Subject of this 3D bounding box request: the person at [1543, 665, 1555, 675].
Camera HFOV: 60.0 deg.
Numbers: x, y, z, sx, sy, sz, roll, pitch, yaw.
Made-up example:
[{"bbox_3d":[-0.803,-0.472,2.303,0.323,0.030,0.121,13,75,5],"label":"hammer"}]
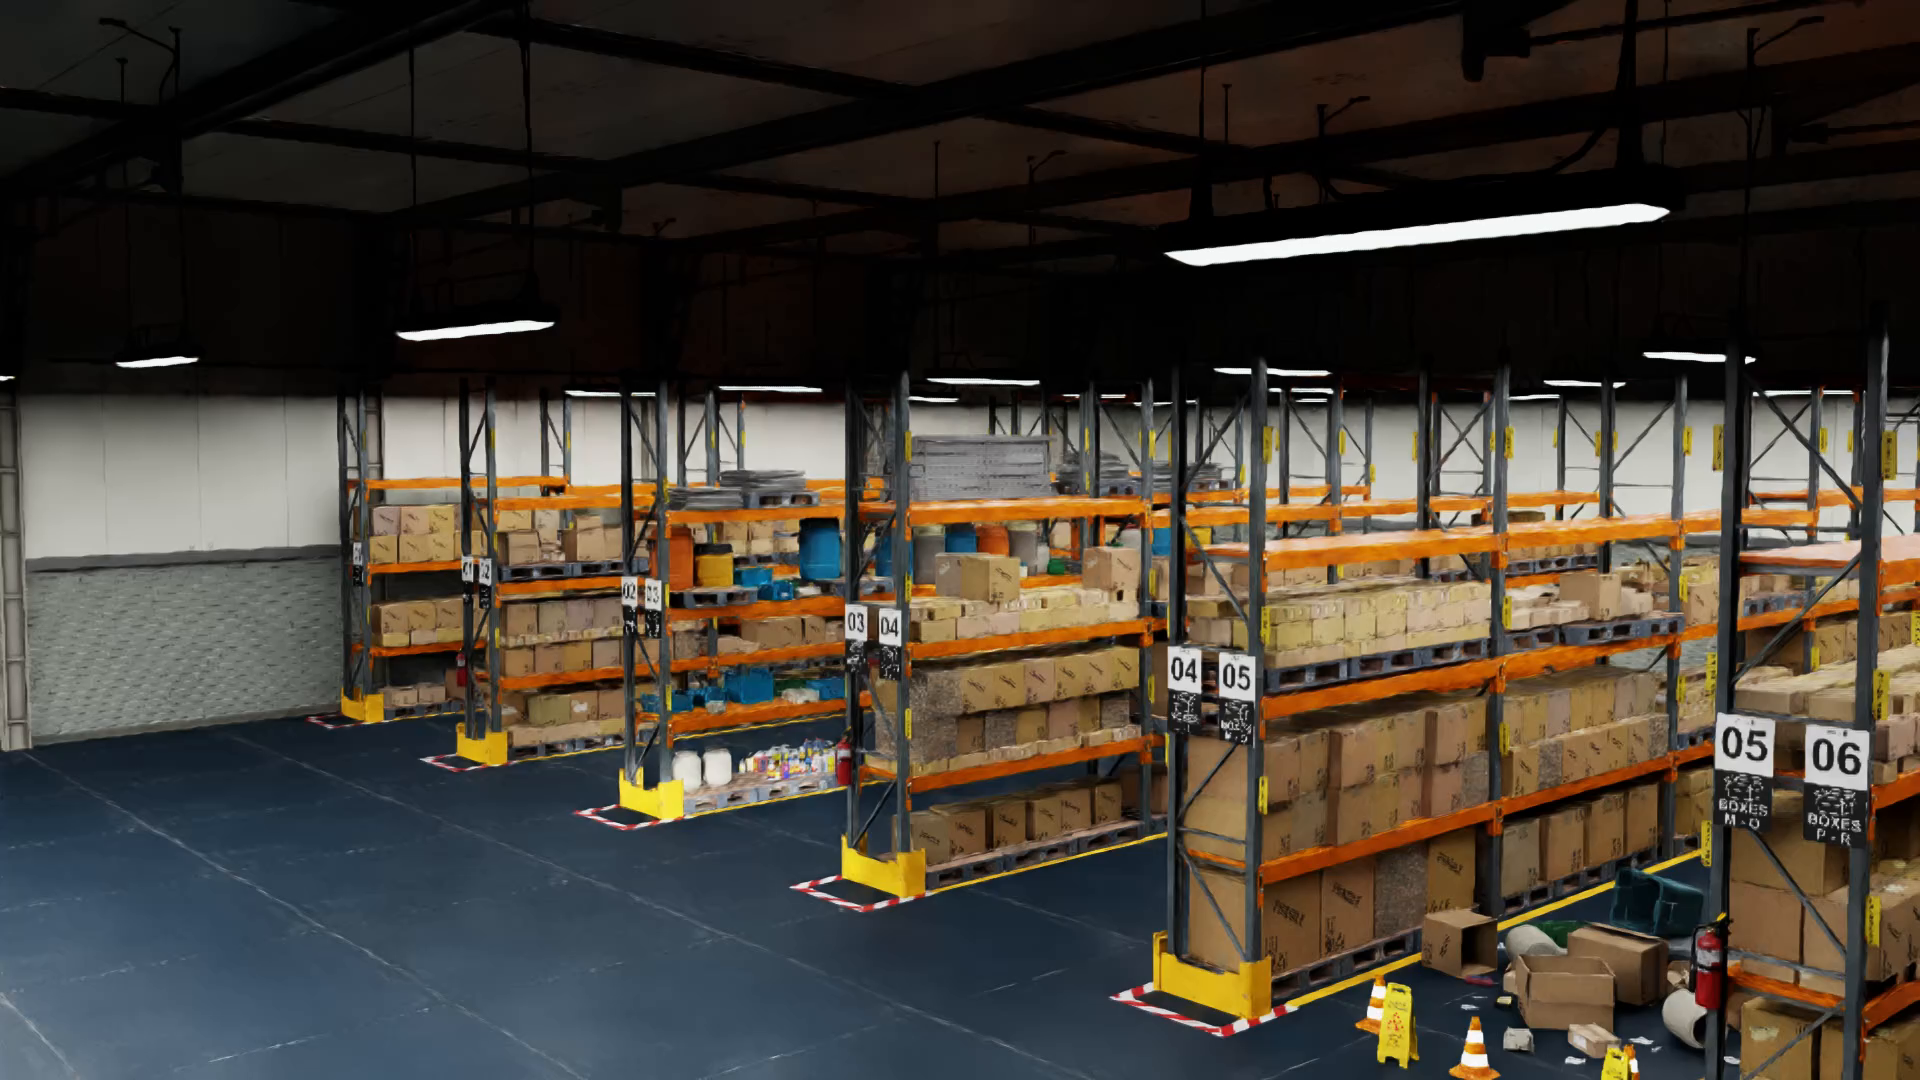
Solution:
[{"bbox_3d":[9.097,2.683,25.666,1.090,1.567,0.479,-3,5,-39],"label":"person"}]
